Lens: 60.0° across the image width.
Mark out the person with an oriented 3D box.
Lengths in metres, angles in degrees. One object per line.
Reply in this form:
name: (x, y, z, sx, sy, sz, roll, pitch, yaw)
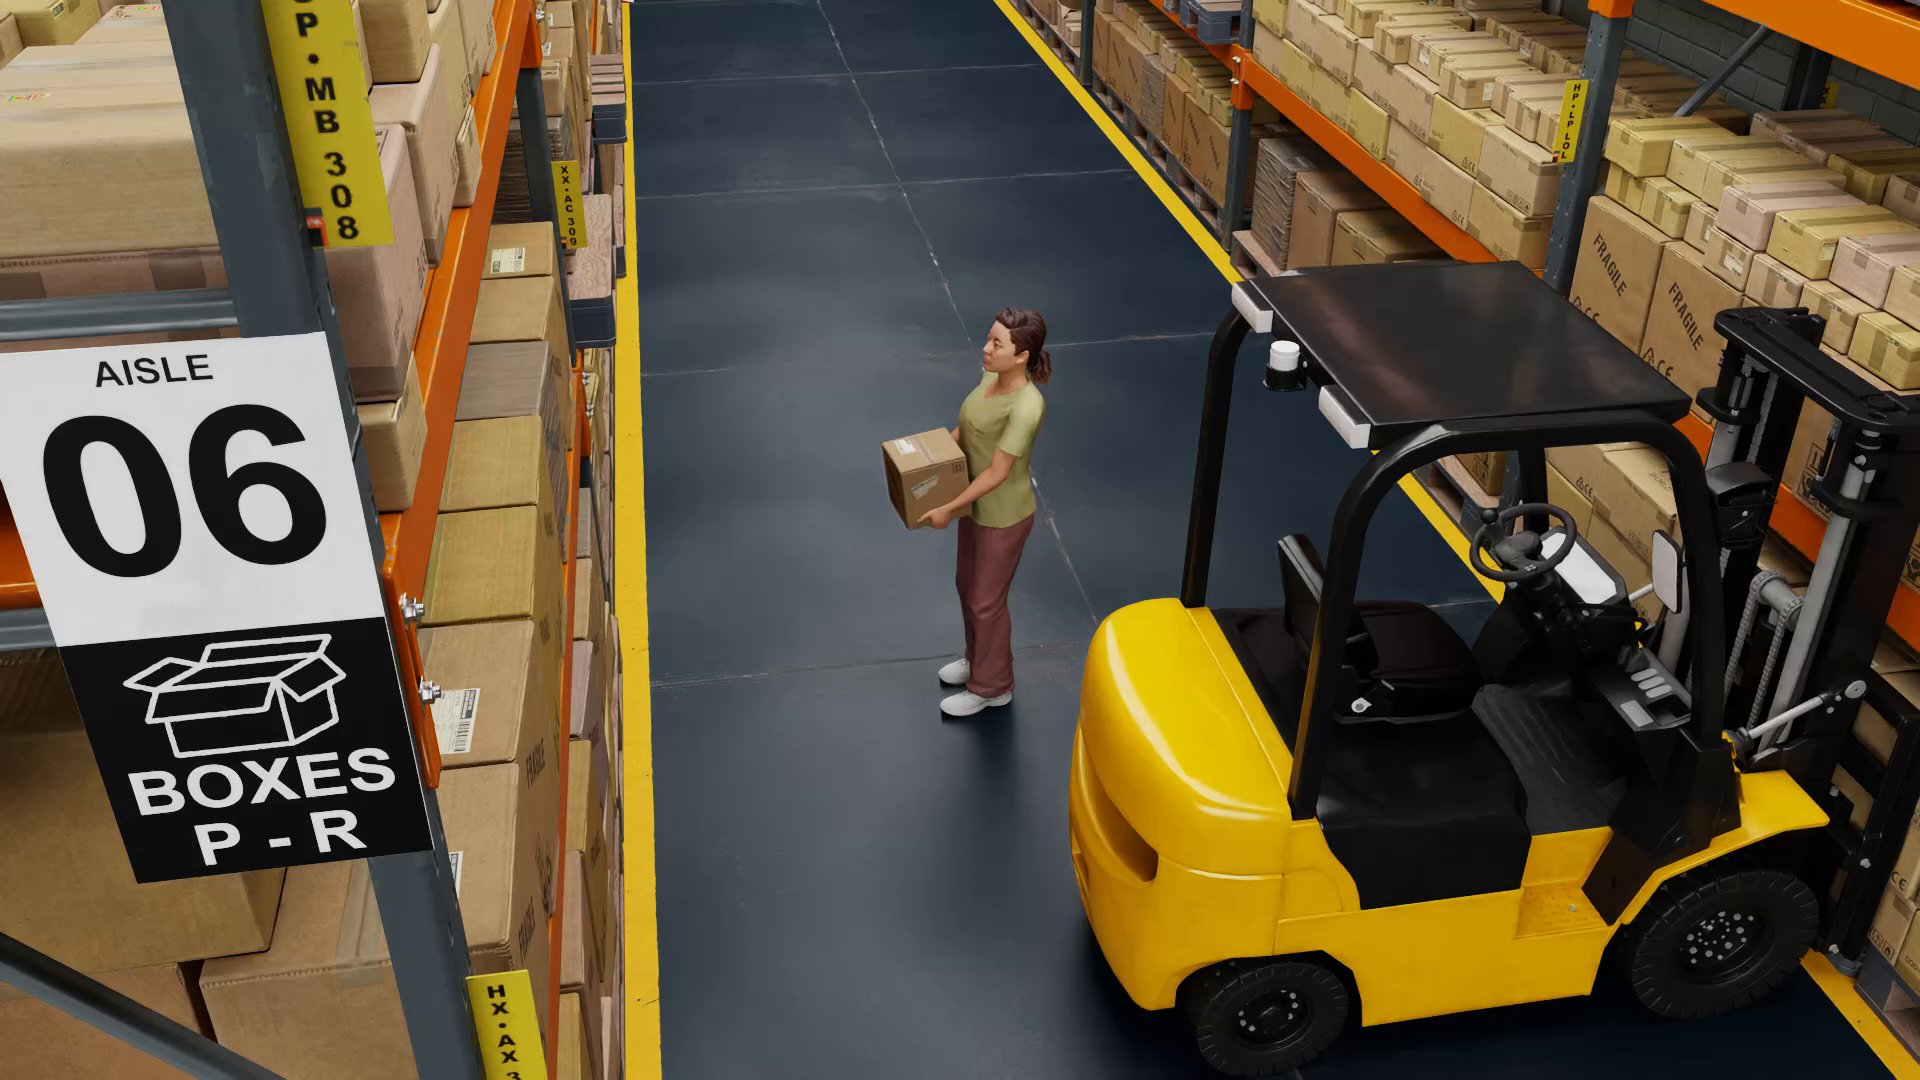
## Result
person: (0.071, -0.093, 6.299, 0.559, 1.662, 0.428, -9, 32, -15)
